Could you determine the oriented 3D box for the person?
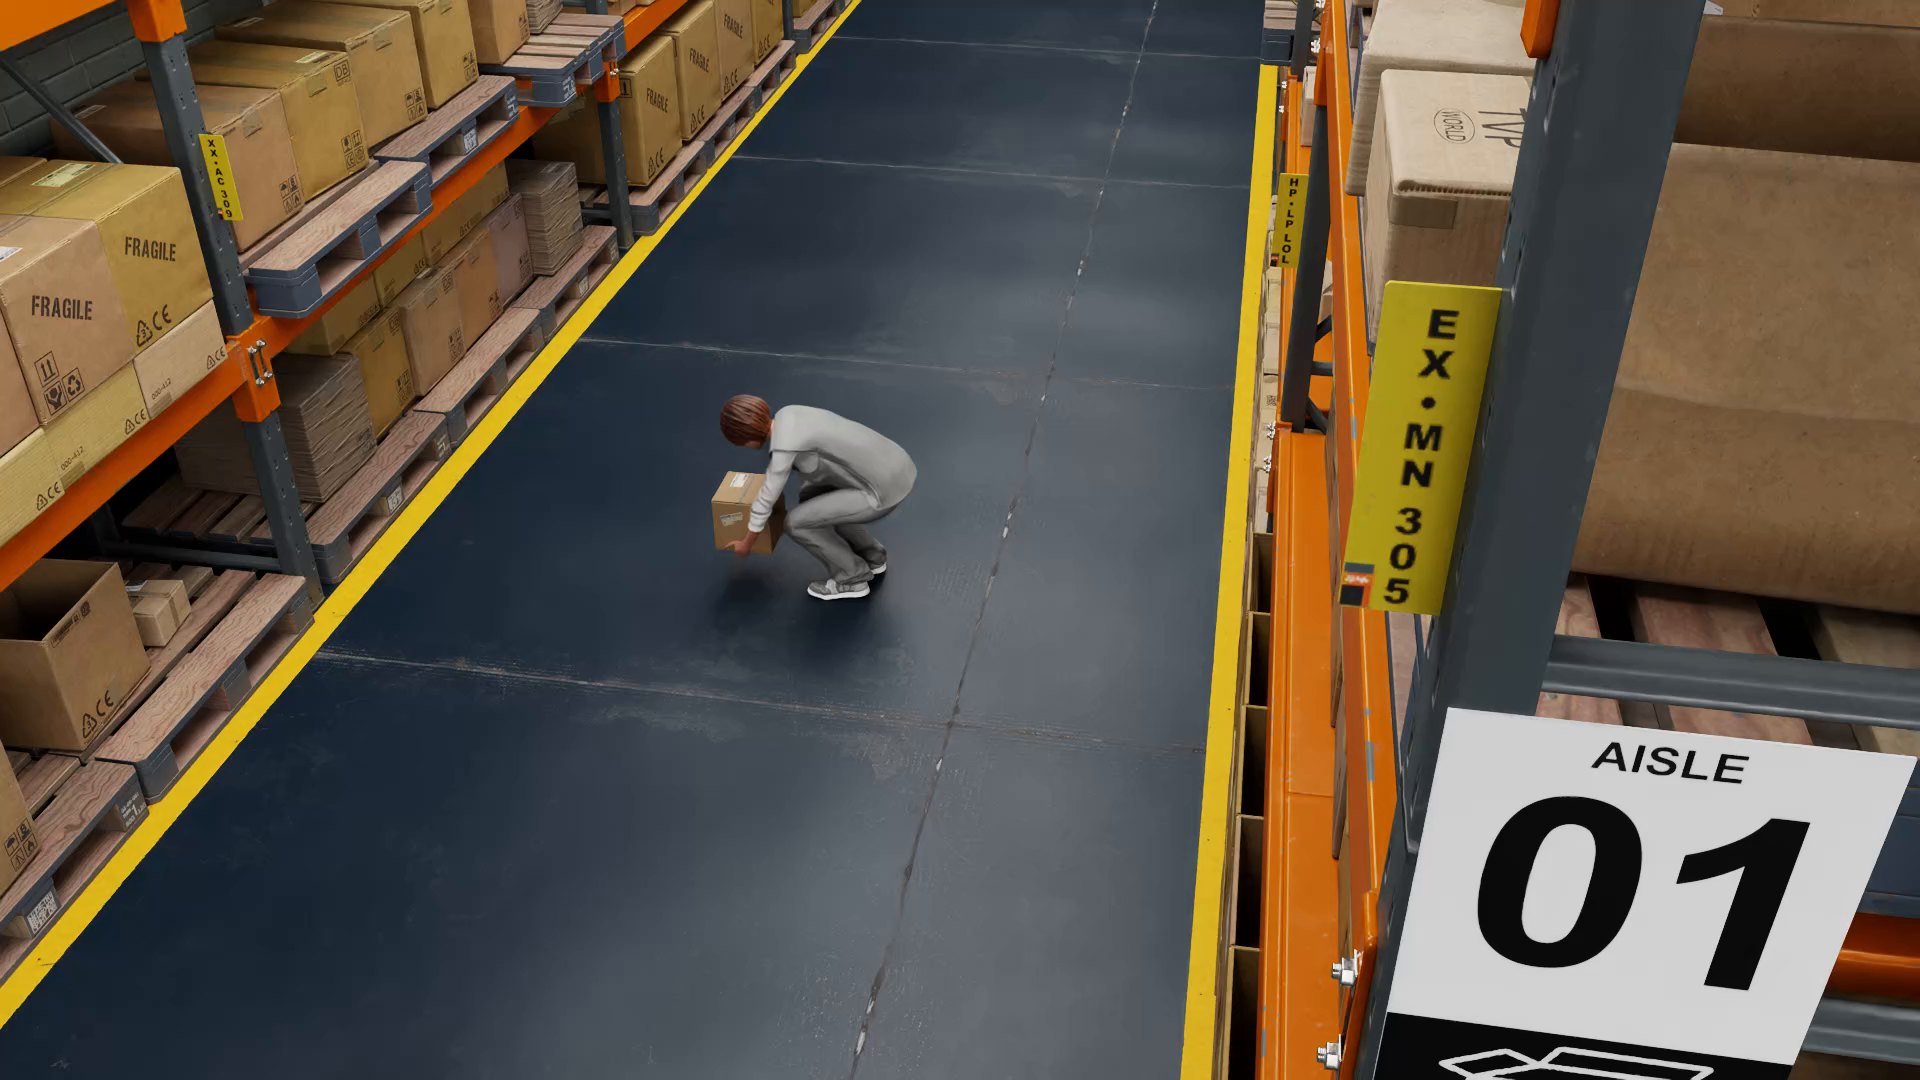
[{"bbox_3d":[-0.589,-0.198,7.098,0.814,0.904,0.420,4,33,7],"label":"person"}]
